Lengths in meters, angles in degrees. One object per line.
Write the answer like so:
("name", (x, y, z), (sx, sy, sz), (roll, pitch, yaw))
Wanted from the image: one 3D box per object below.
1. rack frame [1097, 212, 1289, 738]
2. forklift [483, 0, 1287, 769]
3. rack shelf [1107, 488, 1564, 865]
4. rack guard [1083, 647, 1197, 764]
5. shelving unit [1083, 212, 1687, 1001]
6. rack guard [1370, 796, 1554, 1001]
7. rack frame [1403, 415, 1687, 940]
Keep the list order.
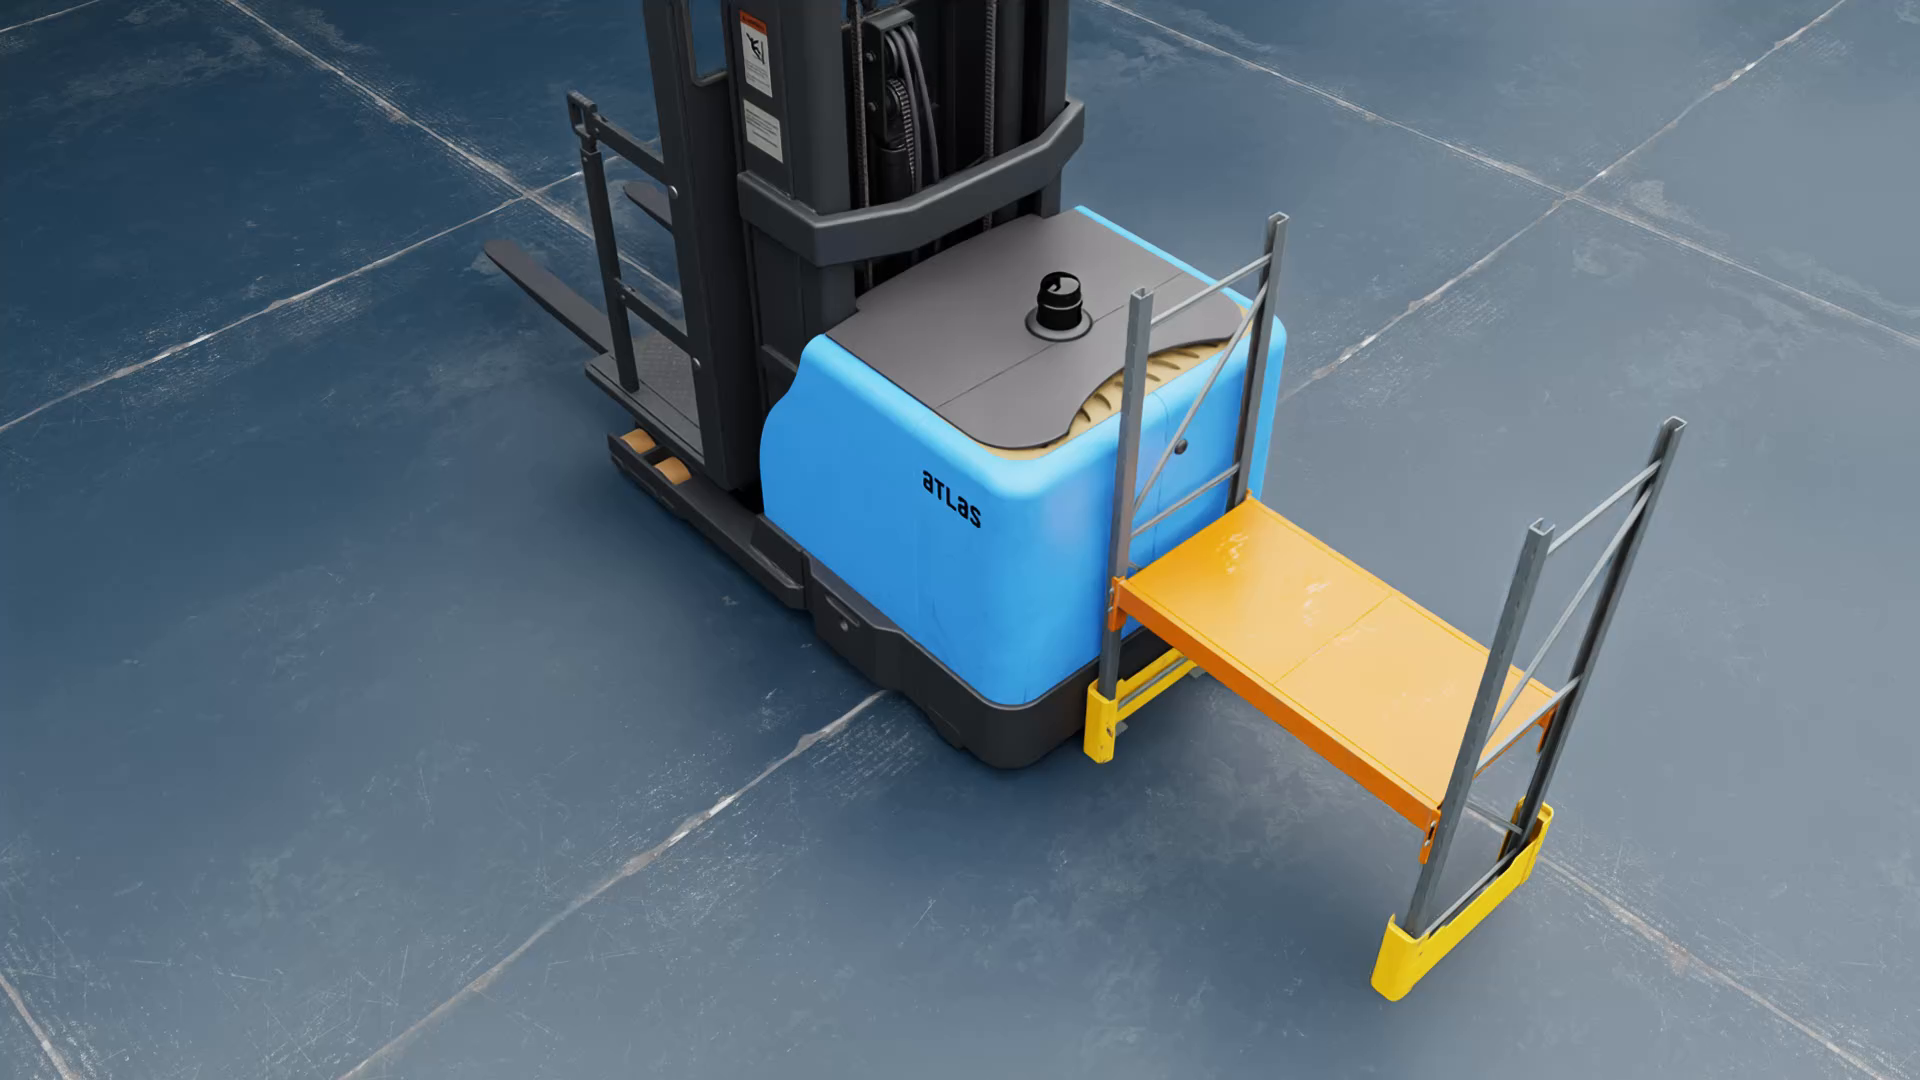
("rack frame", (0.567, -0.092, 4.244), (0.500, 1.500, 0.032), (-31, 51, -29))
("forklift", (-0.493, -1.381, 4.585), (1.130, 2.935, 3.031), (-31, 51, -29))
("rack shelf", (0.906, 0.297, 4.088), (0.538, 0.185, 1.000), (-31, 51, -29))
("rack guard", (0.580, 0.377, 4.658), (0.587, 0.250, 0.087), (-31, 51, -29))
("shelving unit", (0.912, 0.170, 3.961), (0.587, 1.500, 1.083), (-31, 51, -29))
("rack guard", (1.244, 0.881, 4.112), (0.587, 0.250, 0.087), (-31, 51, -29))
("rack frame", (1.245, 0.423, 3.688), (0.500, 1.500, 0.032), (-31, 51, -29))
